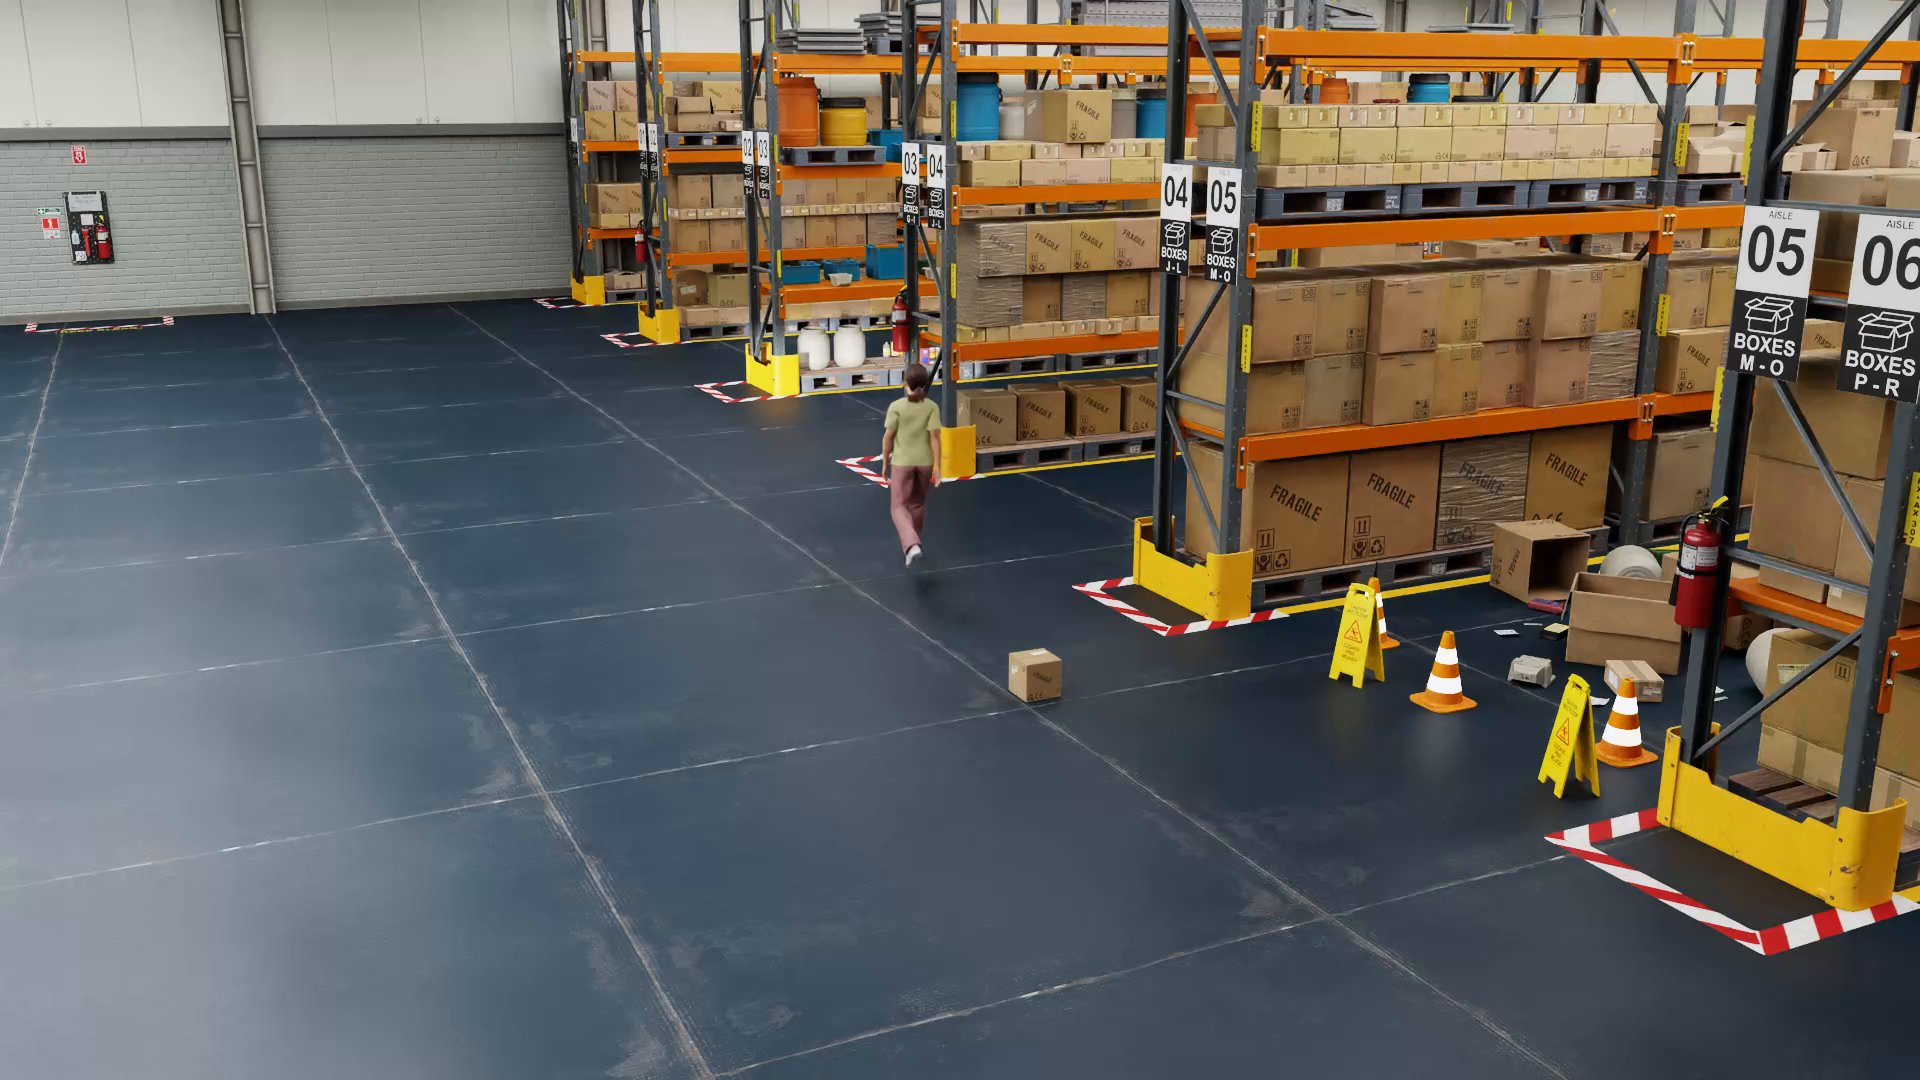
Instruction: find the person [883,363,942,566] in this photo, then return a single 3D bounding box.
[{"bbox_3d":[-0.381,-0.577,13.114,0.454,1.635,0.882,-4,16,-13],"label":"person"}]
